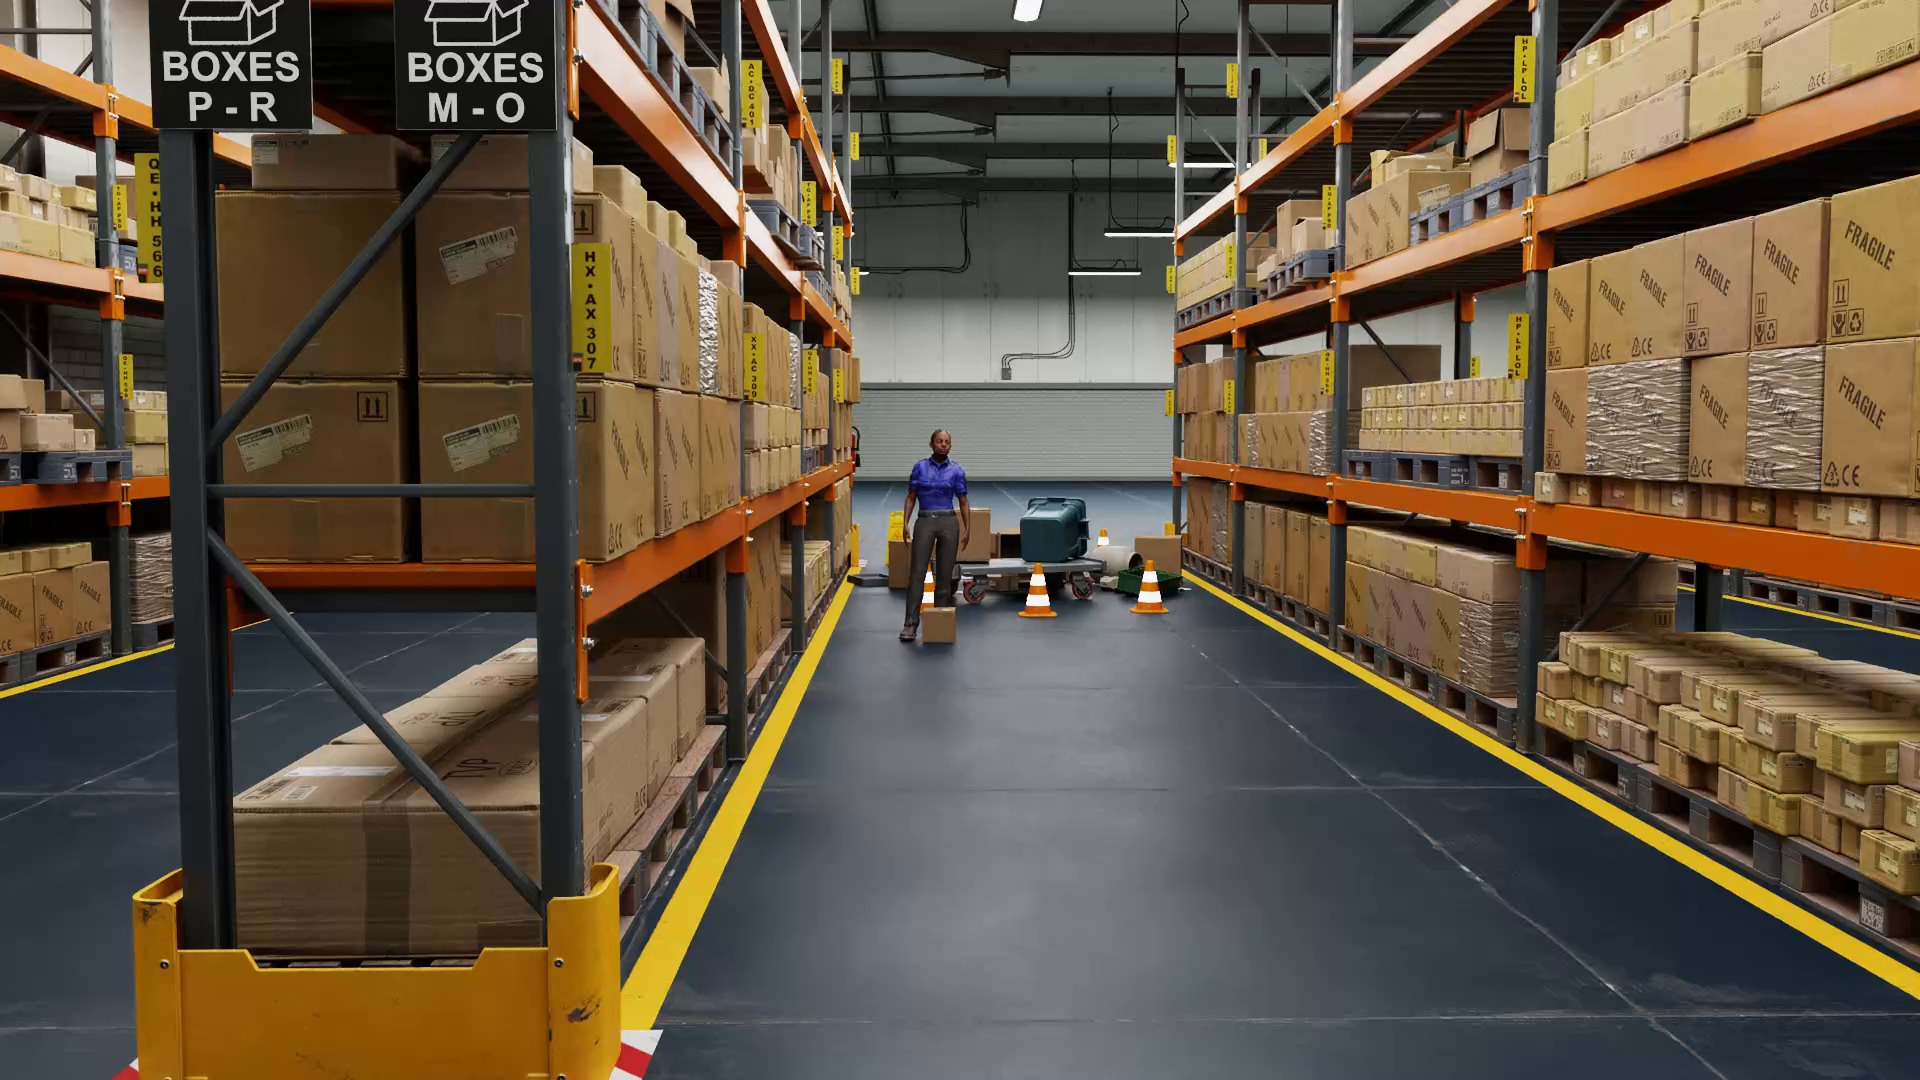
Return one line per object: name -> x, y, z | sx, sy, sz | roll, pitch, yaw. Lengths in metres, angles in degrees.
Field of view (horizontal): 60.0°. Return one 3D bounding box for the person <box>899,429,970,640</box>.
person -> -0.201, -0.054, 13.203 | 0.569, 1.656, 0.503 | 0, 4, -1
